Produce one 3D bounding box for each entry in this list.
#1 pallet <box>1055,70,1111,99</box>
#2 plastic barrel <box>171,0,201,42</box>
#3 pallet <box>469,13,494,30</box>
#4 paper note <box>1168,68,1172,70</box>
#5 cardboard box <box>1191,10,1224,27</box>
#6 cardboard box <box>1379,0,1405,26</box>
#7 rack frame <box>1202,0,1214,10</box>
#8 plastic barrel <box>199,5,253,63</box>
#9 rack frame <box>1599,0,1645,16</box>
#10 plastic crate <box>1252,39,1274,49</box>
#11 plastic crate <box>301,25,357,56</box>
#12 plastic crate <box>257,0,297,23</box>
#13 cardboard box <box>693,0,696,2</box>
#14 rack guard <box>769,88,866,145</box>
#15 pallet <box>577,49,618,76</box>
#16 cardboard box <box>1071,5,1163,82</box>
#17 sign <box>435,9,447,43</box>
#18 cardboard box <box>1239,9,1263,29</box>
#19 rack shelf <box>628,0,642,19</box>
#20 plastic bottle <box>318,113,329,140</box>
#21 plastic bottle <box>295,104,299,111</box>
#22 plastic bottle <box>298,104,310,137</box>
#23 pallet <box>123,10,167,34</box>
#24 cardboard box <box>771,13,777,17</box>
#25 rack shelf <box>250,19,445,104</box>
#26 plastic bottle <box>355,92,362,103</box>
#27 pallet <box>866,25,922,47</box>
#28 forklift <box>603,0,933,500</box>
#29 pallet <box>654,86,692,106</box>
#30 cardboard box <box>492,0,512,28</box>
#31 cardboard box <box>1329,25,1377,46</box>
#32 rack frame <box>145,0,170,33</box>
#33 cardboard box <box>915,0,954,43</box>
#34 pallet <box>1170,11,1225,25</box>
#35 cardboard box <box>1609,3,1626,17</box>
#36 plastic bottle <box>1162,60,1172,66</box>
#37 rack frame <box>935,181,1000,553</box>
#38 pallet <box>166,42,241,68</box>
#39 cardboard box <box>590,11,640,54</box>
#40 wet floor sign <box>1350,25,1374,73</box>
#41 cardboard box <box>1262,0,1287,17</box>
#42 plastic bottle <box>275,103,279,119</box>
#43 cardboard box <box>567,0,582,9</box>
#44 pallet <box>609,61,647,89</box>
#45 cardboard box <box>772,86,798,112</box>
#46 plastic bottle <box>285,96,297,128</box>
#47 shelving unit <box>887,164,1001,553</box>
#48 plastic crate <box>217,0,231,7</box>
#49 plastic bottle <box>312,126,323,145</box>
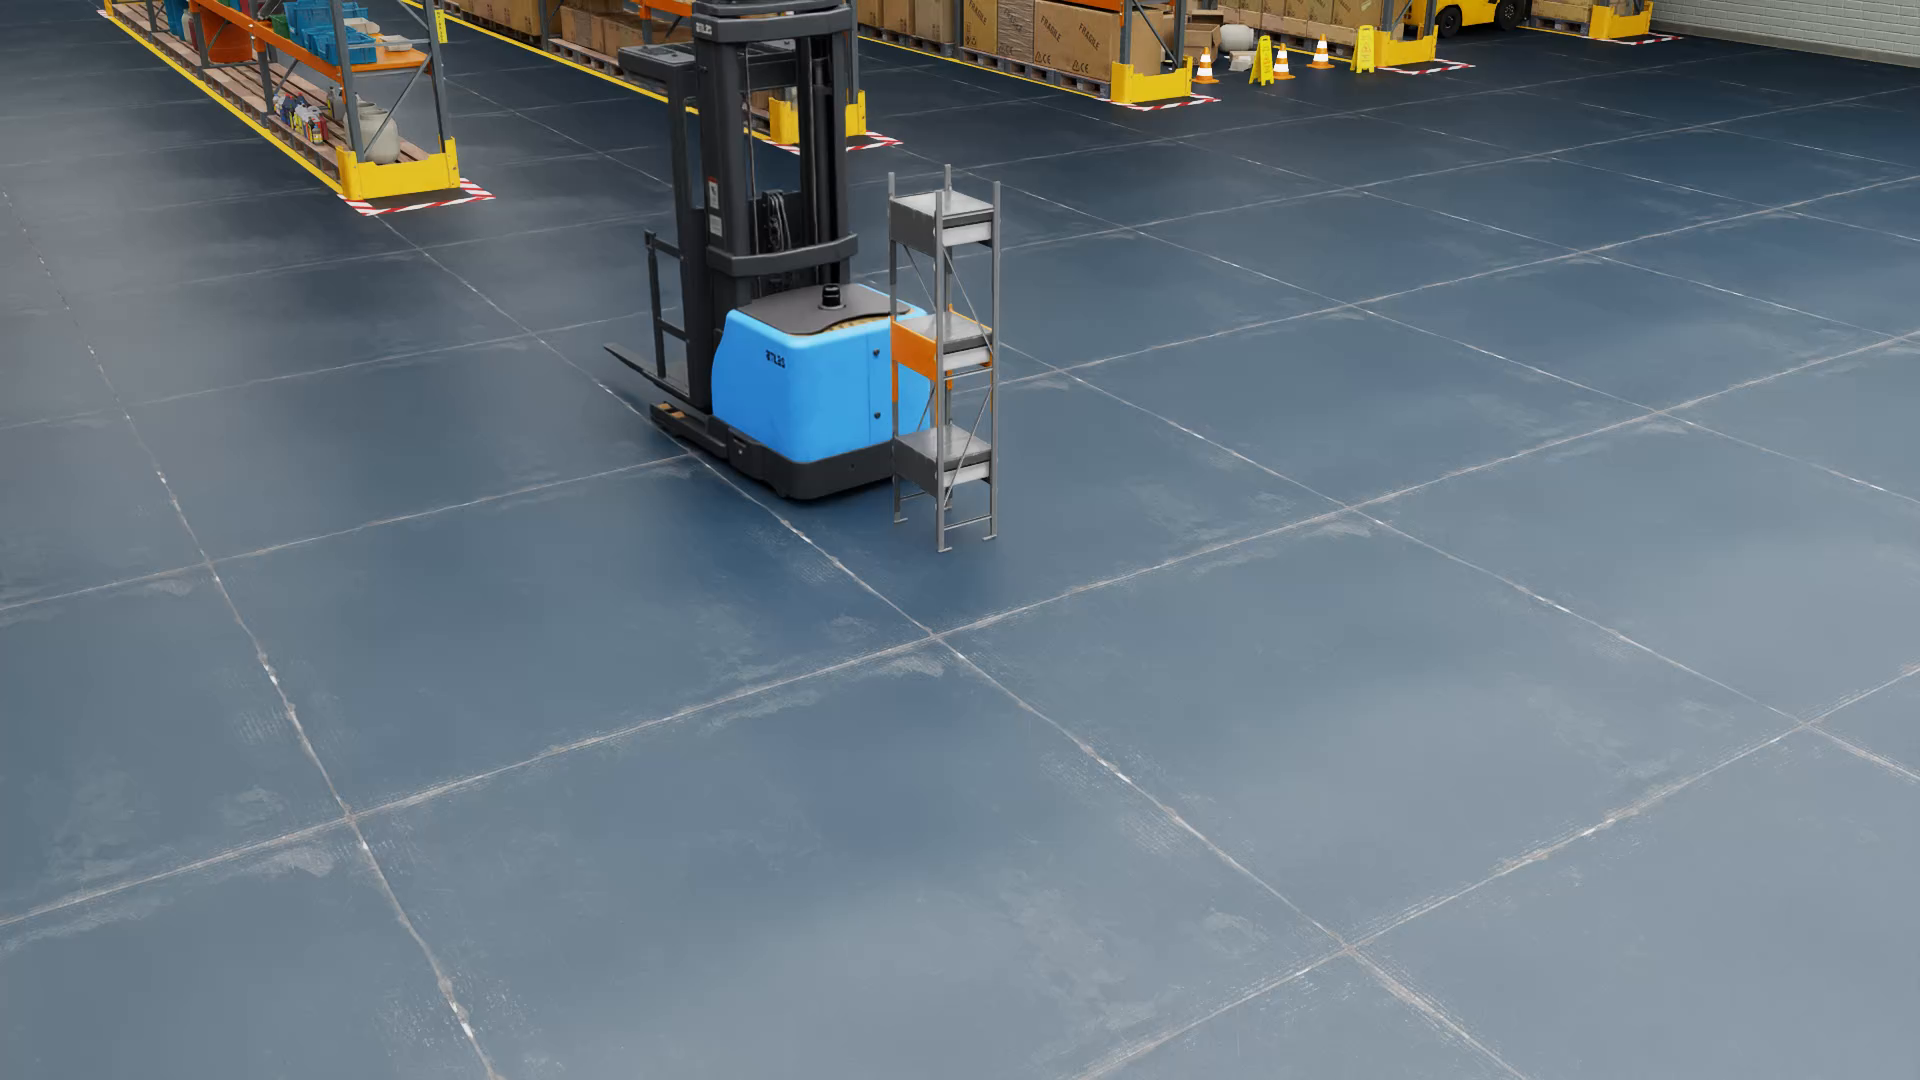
[{"bbox_3d":[2.048,-6.314,22.878,1.003,0.211,1.213,-16,29,-30],"label":"pallet"},{"bbox_3d":[-11.692,-8.115,25.392,0.600,0.901,0.708,-16,29,-30],"label":"plastic barrel"},{"bbox_3d":[-7.727,-8.960,28.484,1.003,0.211,1.213,-16,29,-30],"label":"pallet"},{"bbox_3d":[3.139,-6.906,24.344,0.144,0.017,0.142,-6,26,-12],"label":"paper note"},{"bbox_3d":[3.904,-8.098,26.316,0.500,0.500,0.500,3,25,6],"label":"cardboard box"},{"bbox_3d":[6.420,-8.144,25.338,0.500,0.500,0.500,-17,30,-31],"label":"cardboard box"},{"bbox_3d":[4.459,-9.928,27.266,1.000,3.000,0.127,-16,29,-30],"label":"rack frame"},{"bbox_3d":[-10.459,-7.274,23.696,0.600,0.830,0.708,-16,29,-30],"label":"plastic barrel"},{"bbox_3d":[10.799,-9.655,26.689,1.000,3.000,0.127,-16,29,-30],"label":"rack frame"},{"bbox_3d":[4.629,-7.855,26.295,0.583,0.080,0.402,18,31,33],"label":"plastic crate"},{"bbox_3d":[-6.684,-5.309,17.657,0.499,0.251,0.408,-16,29,-30],"label":"plastic crate"},{"bbox_3d":[-7.815,-6.219,19.483,0.767,0.338,0.504,-16,29,-30],"label":"plastic crate"},{"bbox_3d":[-3.149,-6.824,20.987,0.380,0.149,0.250,-16,29,-30],"label":"cardboard box"},{"bbox_3d":[-1.702,-5.084,19.935,1.175,0.500,0.348,-16,29,-30],"label":"rack guard"},{"bbox_3d":[-4.941,-7.072,24.484,1.003,0.211,1.213,-16,29,-30],"label":"pallet"},{"bbox_3d":[2.125,-6.764,22.561,0.875,0.875,0.875,-15,29,-29],"label":"cardboard box"},{"bbox_3d":[-5.347,-5.285,17.108,0.100,0.325,0.005,-16,29,-30],"label":"sign"},{"bbox_3d":[4.856,-8.412,26.785,0.500,0.250,0.500,-14,29,-27],"label":"cardboard box"},{"bbox_3d":[-4.936,-8.008,24.043,1.077,0.370,4.000,-16,29,-30],"label":"rack shelf"},{"bbox_3d":[-7.206,-4.680,18.817,0.061,0.283,0.133,-16,29,-30],"label":"plastic bottle"},{"bbox_3d":[-7.686,-4.932,19.365,0.097,0.271,0.097,0,25,0],"label":"plastic bottle"},{"bbox_3d":[-7.465,-4.794,18.978,0.144,0.351,0.185,-14,29,-27],"label":"plastic bottle"},{"bbox_3d":[-13.465,-8.755,28.049,1.003,0.211,1.213,-16,29,-30],"label":"pallet"},{"bbox_3d":[-1.989,-6.128,19.511,0.380,0.149,0.250,-16,29,-30],"label":"cardboard box"},{"bbox_3d":[-6.902,-5.423,18.568,1.077,0.370,4.000,-16,29,-30],"label":"rack shelf"},{"bbox_3d":[-7.120,-5.118,19.665,0.144,0.351,0.185,-16,29,-30],"label":"plastic bottle"},{"bbox_3d":[-0.788,-8.172,26.814,1.003,0.211,1.213,-16,29,-30],"label":"pallet"},{"bbox_3d":[-1.459,-2.137,10.844,1.130,2.935,3.031,-18,31,-33],"label":"forklift"},{"bbox_3d":[-3.448,-6.125,22.478,1.003,0.211,1.213,-16,29,-30],"label":"pallet"},{"bbox_3d":[-6.867,-8.850,26.981,1.225,0.875,0.875,-15,29,-29],"label":"cardboard box"},{"bbox_3d":[5.963,-7.679,25.231,0.500,0.250,0.500,-16,29,-30],"label":"cardboard box"},{"bbox_3d":[-12.361,-9.326,25.991,1.000,3.000,0.127,-16,29,-30],"label":"rack frame"},{"bbox_3d":[-0.048,-8.112,25.563,1.050,0.750,0.750,-16,29,-30],"label":"cardboard box"},{"bbox_3d":[4.033,-8.945,28.451,1.003,0.211,1.213,-16,29,-30],"label":"pallet"},{"bbox_3d":[10.695,-8.823,27.655,0.500,0.250,0.500,-15,29,-29],"label":"cardboard box"},{"bbox_3d":[3.109,-7.068,24.652,0.283,0.061,0.133,18,31,33],"label":"plastic bottle"},{"bbox_3d":[0.043,-0.921,9.242,0.400,2.100,0.015,-16,29,-30],"label":"rack frame"},{"bbox_3d":[-11.305,-7.342,25.055,1.003,0.211,1.213,-16,29,-30],"label":"pallet"},{"bbox_3d":[-5.017,-7.486,24.507,0.700,0.500,0.500,-13,28,-25],"label":"cardboard box"},{"bbox_3d":[5.850,-7.115,24.066,0.267,0.644,0.232,-6,26,-12],"label":"wet floor sign"},{"bbox_3d":[5.138,-8.565,26.230,0.500,0.500,0.500,-14,29,-27],"label":"cardboard box"},{"bbox_3d":[-8.132,-5.145,19.898,0.097,0.201,0.097,0,25,0],"label":"plastic bottle"},{"bbox_3d":[-5.637,-8.224,25.192,0.500,0.250,0.500,-14,29,-28],"label":"cardboard box"},{"bbox_3d":[-4.271,-6.636,23.559,1.003,0.211,1.213,-16,29,-30],"label":"pallet"},{"bbox_3d":[-1.988,-5.474,20.269,0.500,0.500,0.500,-10,27,-20],"label":"cardboard box"},{"bbox_3d":[-7.798,-5.012,19.441,0.144,0.351,0.185,-17,30,-32],"label":"plastic bottle"},{"bbox_3d":[-0.090,-1.009,9.427,0.431,2.100,0.503,-16,29,-30],"label":"shelving unit"},{"bbox_3d":[-9.181,-6.925,21.155,0.450,0.188,0.662,-16,29,-30],"label":"plastic crate"},{"bbox_3d":[-7.180,-4.522,18.577,0.097,0.201,0.097,0,25,0],"label":"plastic bottle"}]
